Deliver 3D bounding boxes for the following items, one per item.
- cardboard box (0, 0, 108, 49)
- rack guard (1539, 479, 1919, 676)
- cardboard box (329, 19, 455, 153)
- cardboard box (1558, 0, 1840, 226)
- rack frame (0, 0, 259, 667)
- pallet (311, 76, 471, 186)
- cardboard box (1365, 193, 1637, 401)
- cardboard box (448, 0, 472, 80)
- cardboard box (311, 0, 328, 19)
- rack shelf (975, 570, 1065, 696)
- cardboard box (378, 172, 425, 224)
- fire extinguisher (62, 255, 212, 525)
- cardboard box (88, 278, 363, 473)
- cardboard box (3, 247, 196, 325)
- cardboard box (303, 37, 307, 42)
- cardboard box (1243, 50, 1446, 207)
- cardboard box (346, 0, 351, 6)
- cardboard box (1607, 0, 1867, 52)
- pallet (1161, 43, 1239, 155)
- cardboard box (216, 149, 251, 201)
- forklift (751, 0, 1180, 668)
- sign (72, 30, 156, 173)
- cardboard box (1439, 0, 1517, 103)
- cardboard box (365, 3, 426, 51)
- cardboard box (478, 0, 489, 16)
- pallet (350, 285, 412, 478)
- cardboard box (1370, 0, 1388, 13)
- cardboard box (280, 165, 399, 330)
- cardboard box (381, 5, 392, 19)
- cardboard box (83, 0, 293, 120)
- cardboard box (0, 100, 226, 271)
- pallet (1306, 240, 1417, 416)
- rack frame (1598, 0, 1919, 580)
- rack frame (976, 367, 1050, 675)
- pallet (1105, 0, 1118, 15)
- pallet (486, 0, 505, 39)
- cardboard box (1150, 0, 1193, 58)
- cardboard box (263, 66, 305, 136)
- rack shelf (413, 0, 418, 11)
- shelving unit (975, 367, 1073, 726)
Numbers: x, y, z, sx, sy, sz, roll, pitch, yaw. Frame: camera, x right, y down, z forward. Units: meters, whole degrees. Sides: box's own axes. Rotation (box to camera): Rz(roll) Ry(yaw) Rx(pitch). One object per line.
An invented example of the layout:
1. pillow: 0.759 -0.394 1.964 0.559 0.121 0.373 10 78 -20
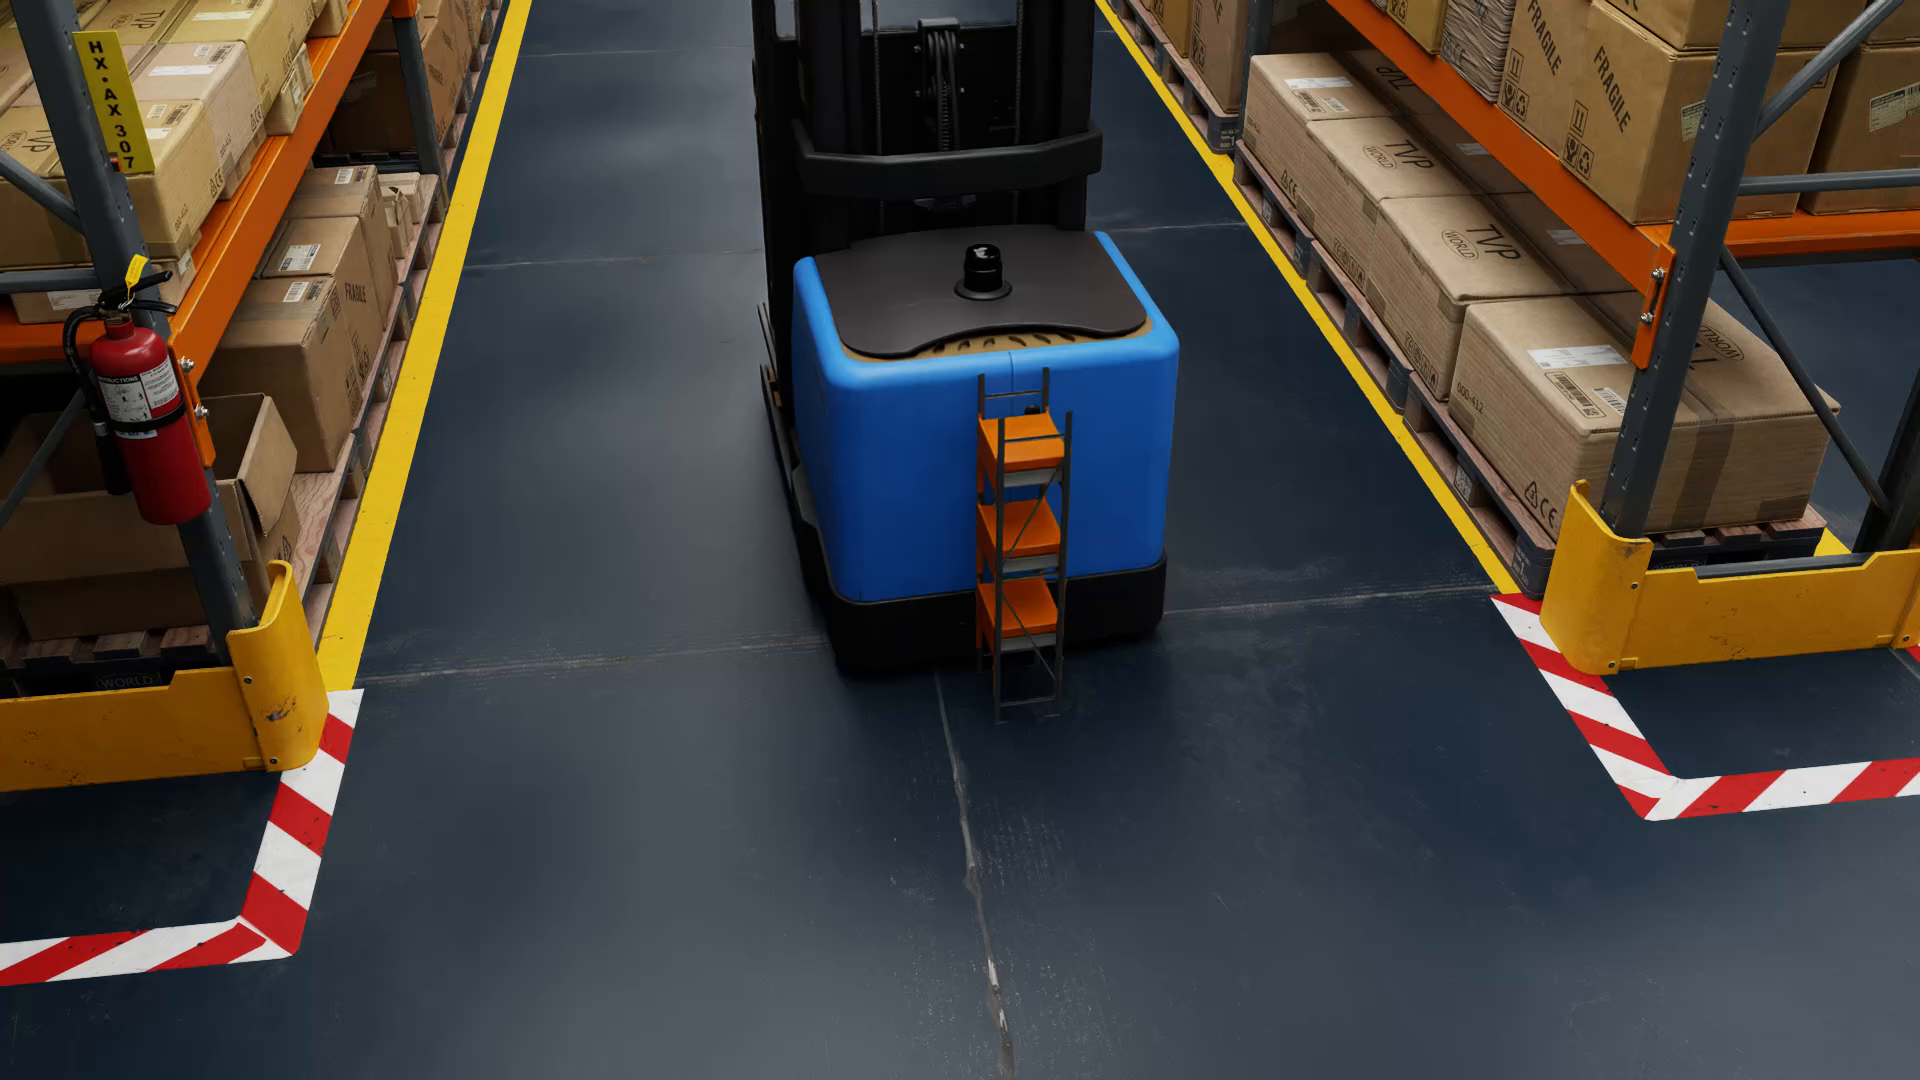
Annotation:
1. cardboard box: -2.912 -1.454 5.089 0.500 0.250 0.500 -3 34 -5
2. rack guard: 2.464 0.077 5.194 1.175 0.500 0.348 -4 35 -6
3. cardboard box: -2.837 -2.251 8.237 0.500 0.500 0.500 -3 34 -4
4. cardboard box: 2.134 -1.260 4.847 0.500 0.500 0.500 -4 34 -6
5. rack frame: -2.457 -0.592 3.955 1.000 3.000 0.127 -4 35 -6
6. pallet: -3.142 -2.122 8.677 1.003 0.211 1.213 -4 35 -6
7. cardboard box: 2.142 -0.955 6.390 0.875 0.438 0.875 -3 34 -5
8. cardboard box: -2.981 -2.827 9.081 0.500 0.500 0.500 -5 35 -8
9. cardboard box: -2.549 -2.061 5.980 0.500 0.250 0.500 -5 35 -7
10. rack shelf: 0.174 0.275 4.926 0.215 0.259 0.240 -7 35 -10
11. cardboard box: -2.629 -1.531 7.491 0.380 0.149 0.250 -5 35 -8
12. fire extinguisher: -1.979 -0.359 4.012 0.296 0.674 0.183 -4 35 -6
13. cardboard box: -2.522 -0.561 5.756 0.700 0.500 0.500 -3 34 -4
14. cardboard box: -2.229 -0.692 4.325 0.380 0.149 0.250 -5 35 -7
15. cardboard box: -2.592 -1.833 5.999 0.380 0.149 0.250 -4 34 -6
16. cardboard box: 1.901 -1.958 7.862 0.875 0.438 0.875 -5 35 -7
17. cardboard box: -2.578 -2.126 6.429 0.380 0.149 0.250 -4 34 -5
18. cardboard box: 2.160 -1.675 4.568 0.500 0.500 0.500 -3 34 -5
19. pallet: 1.745 -2.474 9.193 1.003 0.211 1.213 -4 35 -6
20. cardboard box: -2.353 -1.120 4.953 0.380 0.149 0.250 -3 34 -5
21. forklift: -0.162 -1.647 5.565 1.130 2.935 3.031 -7 35 -10
22. sign: -1.919 -0.991 3.771 0.100 0.325 0.005 -4 35 -6
23. cardboard box: 2.002 -1.828 5.679 0.500 0.500 0.500 -3 34 -5
24. cardboard box: -2.780 -2.453 7.956 0.380 0.149 0.250 -3 34 -4
25. cardboard box: -3.133 -3.405 9.929 0.500 0.500 0.500 -3 34 -4
26. pallet: -2.736 -0.606 6.452 1.003 0.211 1.213 -4 35 -6
27. cardboard box: 1.851 -2.402 6.523 0.500 0.500 0.500 -4 34 -6
28. cardboard box: -2.661 -1.140 6.606 0.700 0.500 0.500 -6 35 -8
29. cardboard box: -2.840 -2.571 7.866 0.380 0.149 0.250 -5 35 -7
30. cardboard box: -2.391 -1.490 5.142 0.500 0.250 0.500 -5 35 -7
31. cardboard box: -2.251 -0.926 4.315 0.500 0.250 0.500 -4 34 -6
32. pallet: 2.115 -0.937 6.937 1.003 0.211 1.213 -4 35 -6
33. rack frame: 2.461 -0.970 4.509 1.000 3.000 0.127 -4 35 -6
34. rack frame: 0.149 -0.031 4.863 0.200 1.050 0.008 -7 35 -10
35. pallet: 1.416 -3.836 11.191 1.003 0.211 1.213 -4 35 -6
36. pallet: -3.470 -3.484 10.675 1.003 0.211 1.213 -4 35 -6
37. cardboard box: 1.631 -3.341 9.502 0.875 0.875 0.875 -3 34 -5
38. cardboard box: -2.353 -1.415 5.385 0.380 0.149 0.250 -5 35 -8
39. rack shelf: -3.264 -3.643 9.070 1.077 0.370 4.000 -4 35 -6
40. shelving unit: 0.174 0.037 4.764 0.215 1.050 0.252 -7 35 -10
